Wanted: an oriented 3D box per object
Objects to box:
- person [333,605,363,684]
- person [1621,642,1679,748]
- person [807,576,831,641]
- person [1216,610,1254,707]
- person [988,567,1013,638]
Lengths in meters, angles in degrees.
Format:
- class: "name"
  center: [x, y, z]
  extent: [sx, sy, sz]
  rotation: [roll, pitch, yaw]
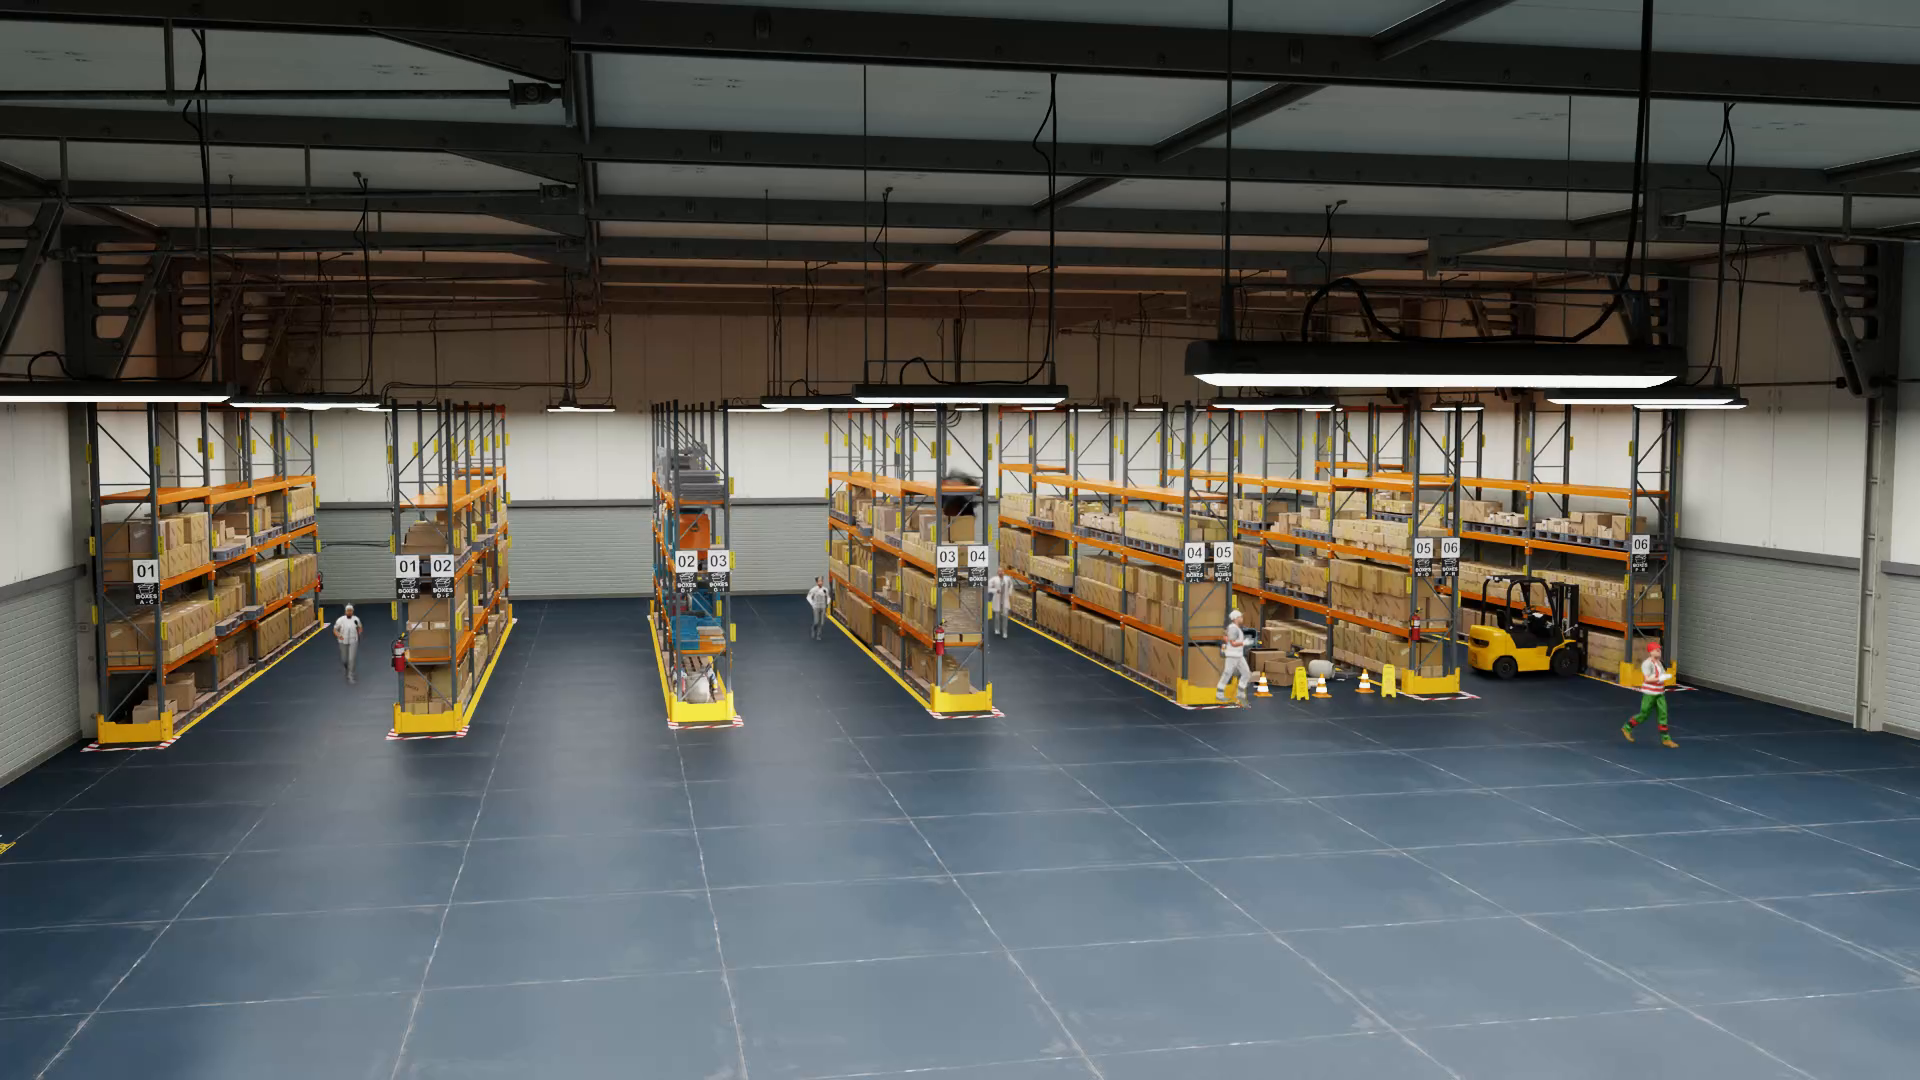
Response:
- class: "person"
  center: [-13.127, 2.226, 35.702]
  extent: [0.602, 1.663, 0.725]
  rotation: [-2, 5, -21]
- class: "person"
  center: [11.876, 2.633, 28.539]
  extent: [0.667, 1.767, 1.003]
  rotation: [-4, 6, -40]
- class: "person"
  center: [-3.540, 1.725, 42.028]
  extent: [0.603, 1.648, 0.545]
  rotation: [-2, 5, -19]
- class: "person"
  center: [5.189, 2.246, 31.362]
  extent: [0.751, 1.846, 0.611]
  rotation: [2, 5, 24]
- class: "person"
  center: [1.060, 1.619, 42.827]
  extent: [0.697, 1.854, 0.764]
  rotation: [-1, 4, -8]
